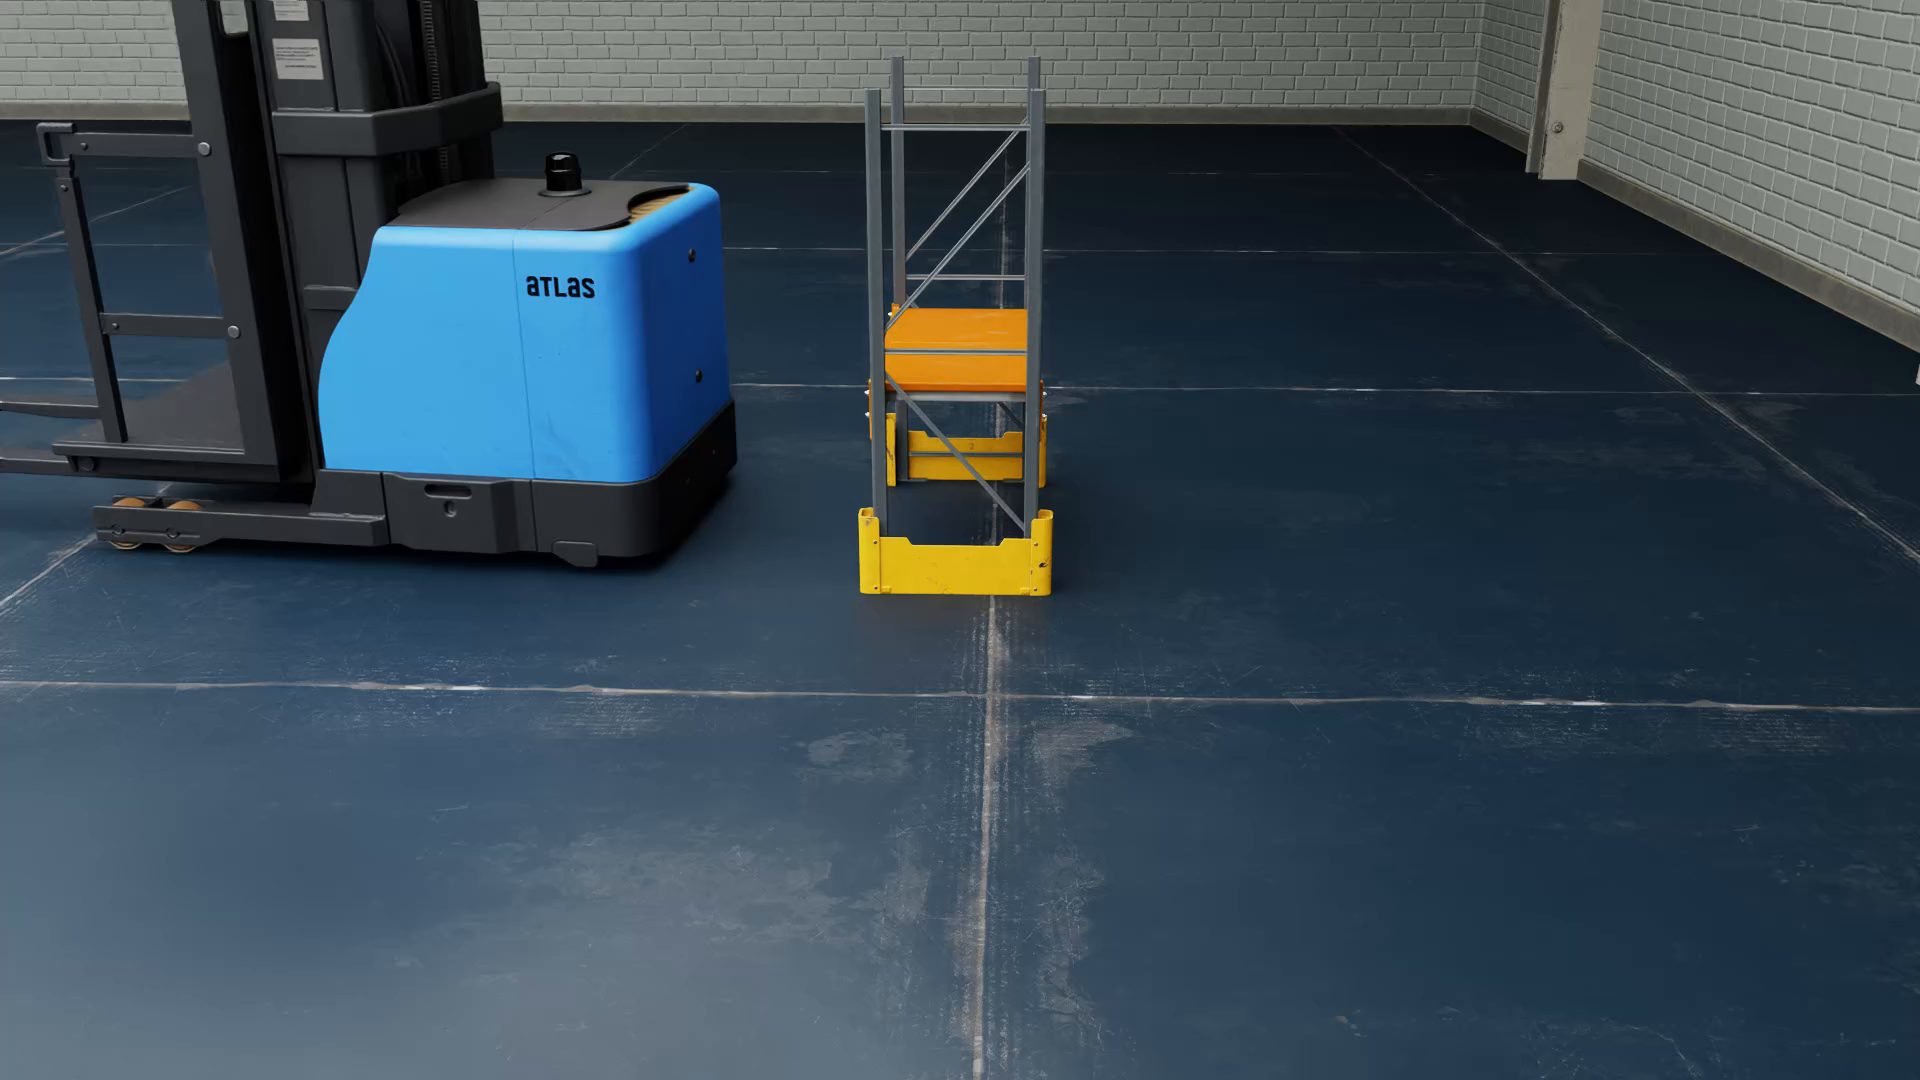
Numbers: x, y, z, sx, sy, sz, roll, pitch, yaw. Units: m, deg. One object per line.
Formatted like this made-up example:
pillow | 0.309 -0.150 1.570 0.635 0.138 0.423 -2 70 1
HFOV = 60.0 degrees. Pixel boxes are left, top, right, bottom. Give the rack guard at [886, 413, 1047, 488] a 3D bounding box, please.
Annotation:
rack guard | 0.017 -0.324 6.019 0.587 0.250 0.087 1 21 2

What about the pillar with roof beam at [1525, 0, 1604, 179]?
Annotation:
pillar with roof beam | 0.231 -7.033 11.216 9.100 9.000 0.400 1 21 2

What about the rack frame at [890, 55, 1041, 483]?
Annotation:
rack frame | 0.018 -0.914 5.811 0.500 1.500 0.032 1 21 2

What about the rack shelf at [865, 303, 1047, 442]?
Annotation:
rack shelf | 0.003 -0.562 5.402 0.538 0.185 1.000 1 21 2

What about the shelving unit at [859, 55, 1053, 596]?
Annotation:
shelving unit | 0.002 -0.727 5.329 0.587 1.500 1.083 1 21 2

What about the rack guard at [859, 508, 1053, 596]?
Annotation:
rack guard | -0.013 0.036 5.091 0.587 0.250 0.087 1 21 2

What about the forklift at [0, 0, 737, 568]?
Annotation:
forklift | -2.373 -1.509 5.365 3.031 2.935 1.130 3 21 8

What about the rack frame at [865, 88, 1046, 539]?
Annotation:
rack frame | -0.013 -0.546 4.863 0.500 1.500 0.032 1 21 2
